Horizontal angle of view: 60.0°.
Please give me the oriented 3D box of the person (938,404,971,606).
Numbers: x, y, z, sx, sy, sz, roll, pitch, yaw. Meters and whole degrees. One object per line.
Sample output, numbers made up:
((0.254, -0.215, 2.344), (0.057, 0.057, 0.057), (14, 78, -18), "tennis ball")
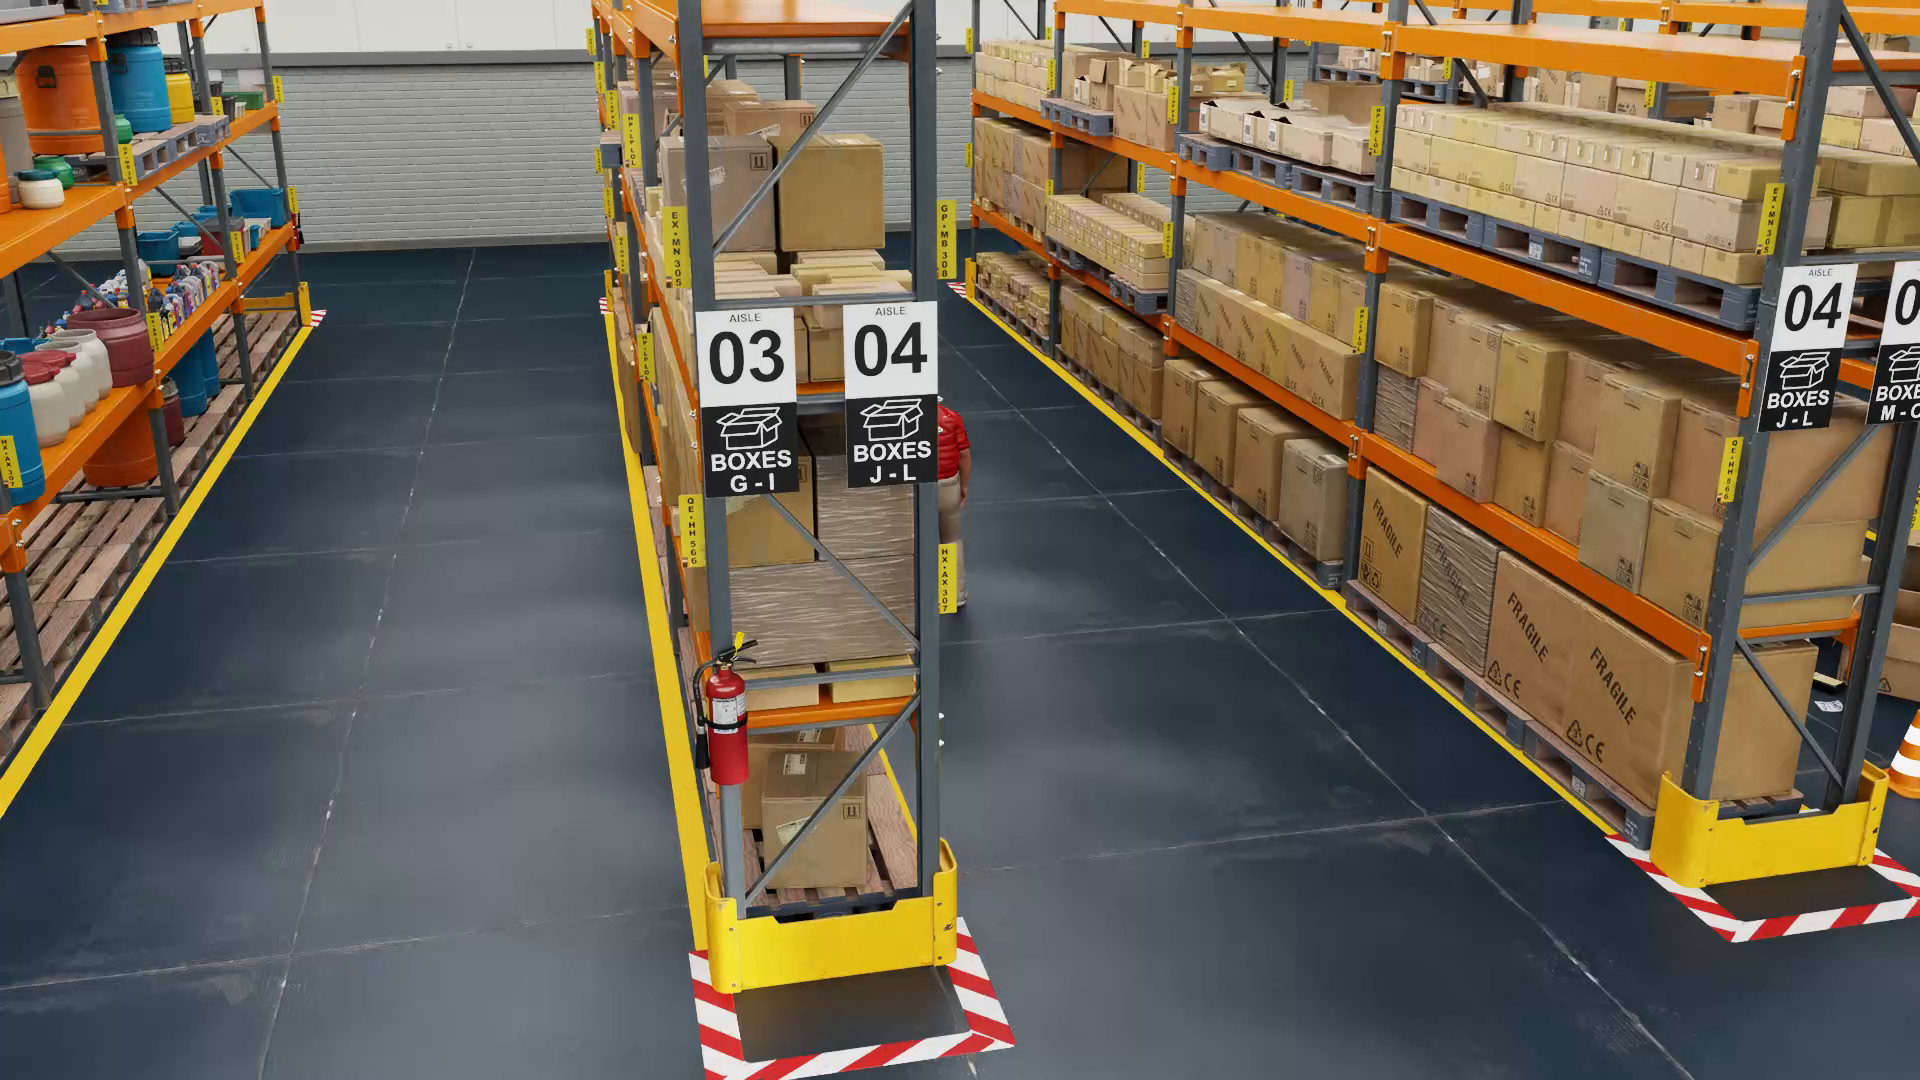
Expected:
((-0.207, -0.338, 12.044), (0.602, 1.727, 0.386), (-6, 20, -18), "person")
